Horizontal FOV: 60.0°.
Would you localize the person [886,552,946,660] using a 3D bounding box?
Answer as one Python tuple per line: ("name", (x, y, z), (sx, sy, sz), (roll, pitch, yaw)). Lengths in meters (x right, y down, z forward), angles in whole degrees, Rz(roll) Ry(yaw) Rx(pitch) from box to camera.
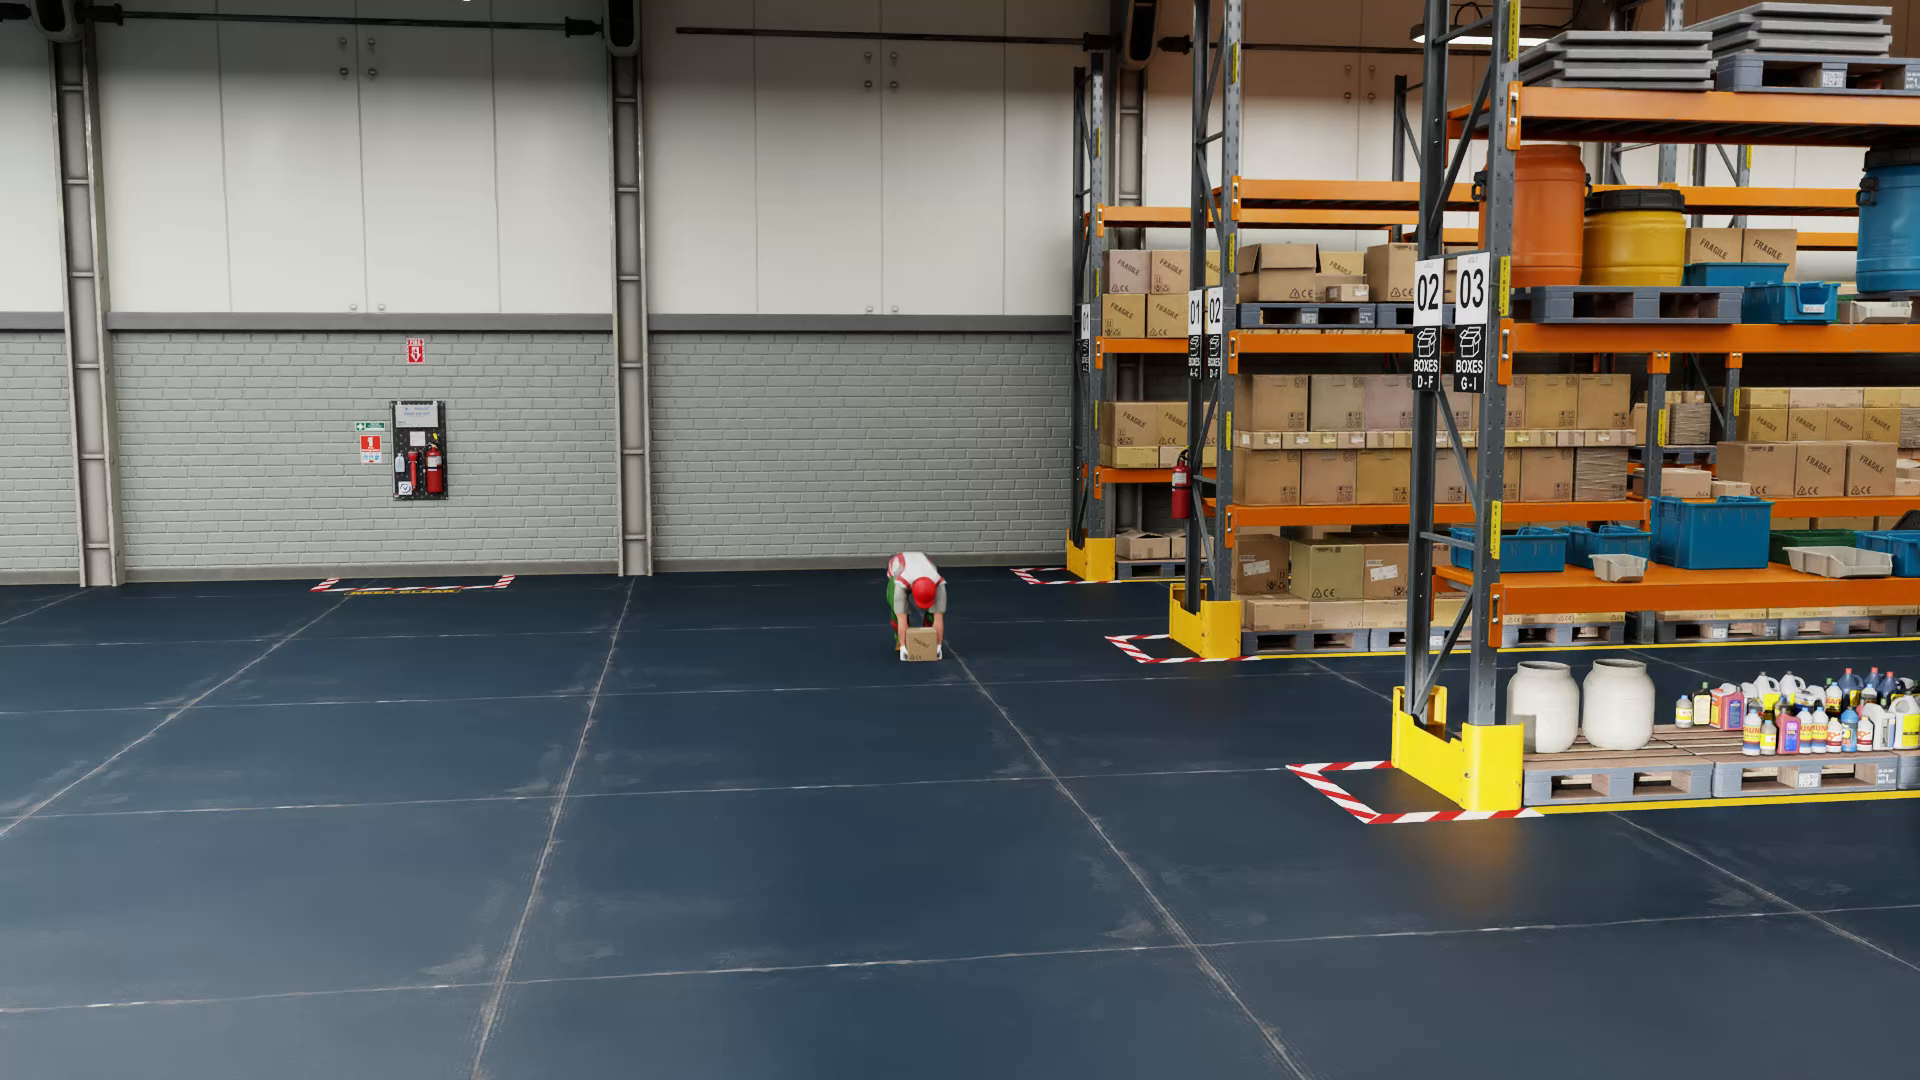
("person", (-0.375, 0.574, 14.694), (0.530, 0.893, 0.961), (-1, 7, -11))
